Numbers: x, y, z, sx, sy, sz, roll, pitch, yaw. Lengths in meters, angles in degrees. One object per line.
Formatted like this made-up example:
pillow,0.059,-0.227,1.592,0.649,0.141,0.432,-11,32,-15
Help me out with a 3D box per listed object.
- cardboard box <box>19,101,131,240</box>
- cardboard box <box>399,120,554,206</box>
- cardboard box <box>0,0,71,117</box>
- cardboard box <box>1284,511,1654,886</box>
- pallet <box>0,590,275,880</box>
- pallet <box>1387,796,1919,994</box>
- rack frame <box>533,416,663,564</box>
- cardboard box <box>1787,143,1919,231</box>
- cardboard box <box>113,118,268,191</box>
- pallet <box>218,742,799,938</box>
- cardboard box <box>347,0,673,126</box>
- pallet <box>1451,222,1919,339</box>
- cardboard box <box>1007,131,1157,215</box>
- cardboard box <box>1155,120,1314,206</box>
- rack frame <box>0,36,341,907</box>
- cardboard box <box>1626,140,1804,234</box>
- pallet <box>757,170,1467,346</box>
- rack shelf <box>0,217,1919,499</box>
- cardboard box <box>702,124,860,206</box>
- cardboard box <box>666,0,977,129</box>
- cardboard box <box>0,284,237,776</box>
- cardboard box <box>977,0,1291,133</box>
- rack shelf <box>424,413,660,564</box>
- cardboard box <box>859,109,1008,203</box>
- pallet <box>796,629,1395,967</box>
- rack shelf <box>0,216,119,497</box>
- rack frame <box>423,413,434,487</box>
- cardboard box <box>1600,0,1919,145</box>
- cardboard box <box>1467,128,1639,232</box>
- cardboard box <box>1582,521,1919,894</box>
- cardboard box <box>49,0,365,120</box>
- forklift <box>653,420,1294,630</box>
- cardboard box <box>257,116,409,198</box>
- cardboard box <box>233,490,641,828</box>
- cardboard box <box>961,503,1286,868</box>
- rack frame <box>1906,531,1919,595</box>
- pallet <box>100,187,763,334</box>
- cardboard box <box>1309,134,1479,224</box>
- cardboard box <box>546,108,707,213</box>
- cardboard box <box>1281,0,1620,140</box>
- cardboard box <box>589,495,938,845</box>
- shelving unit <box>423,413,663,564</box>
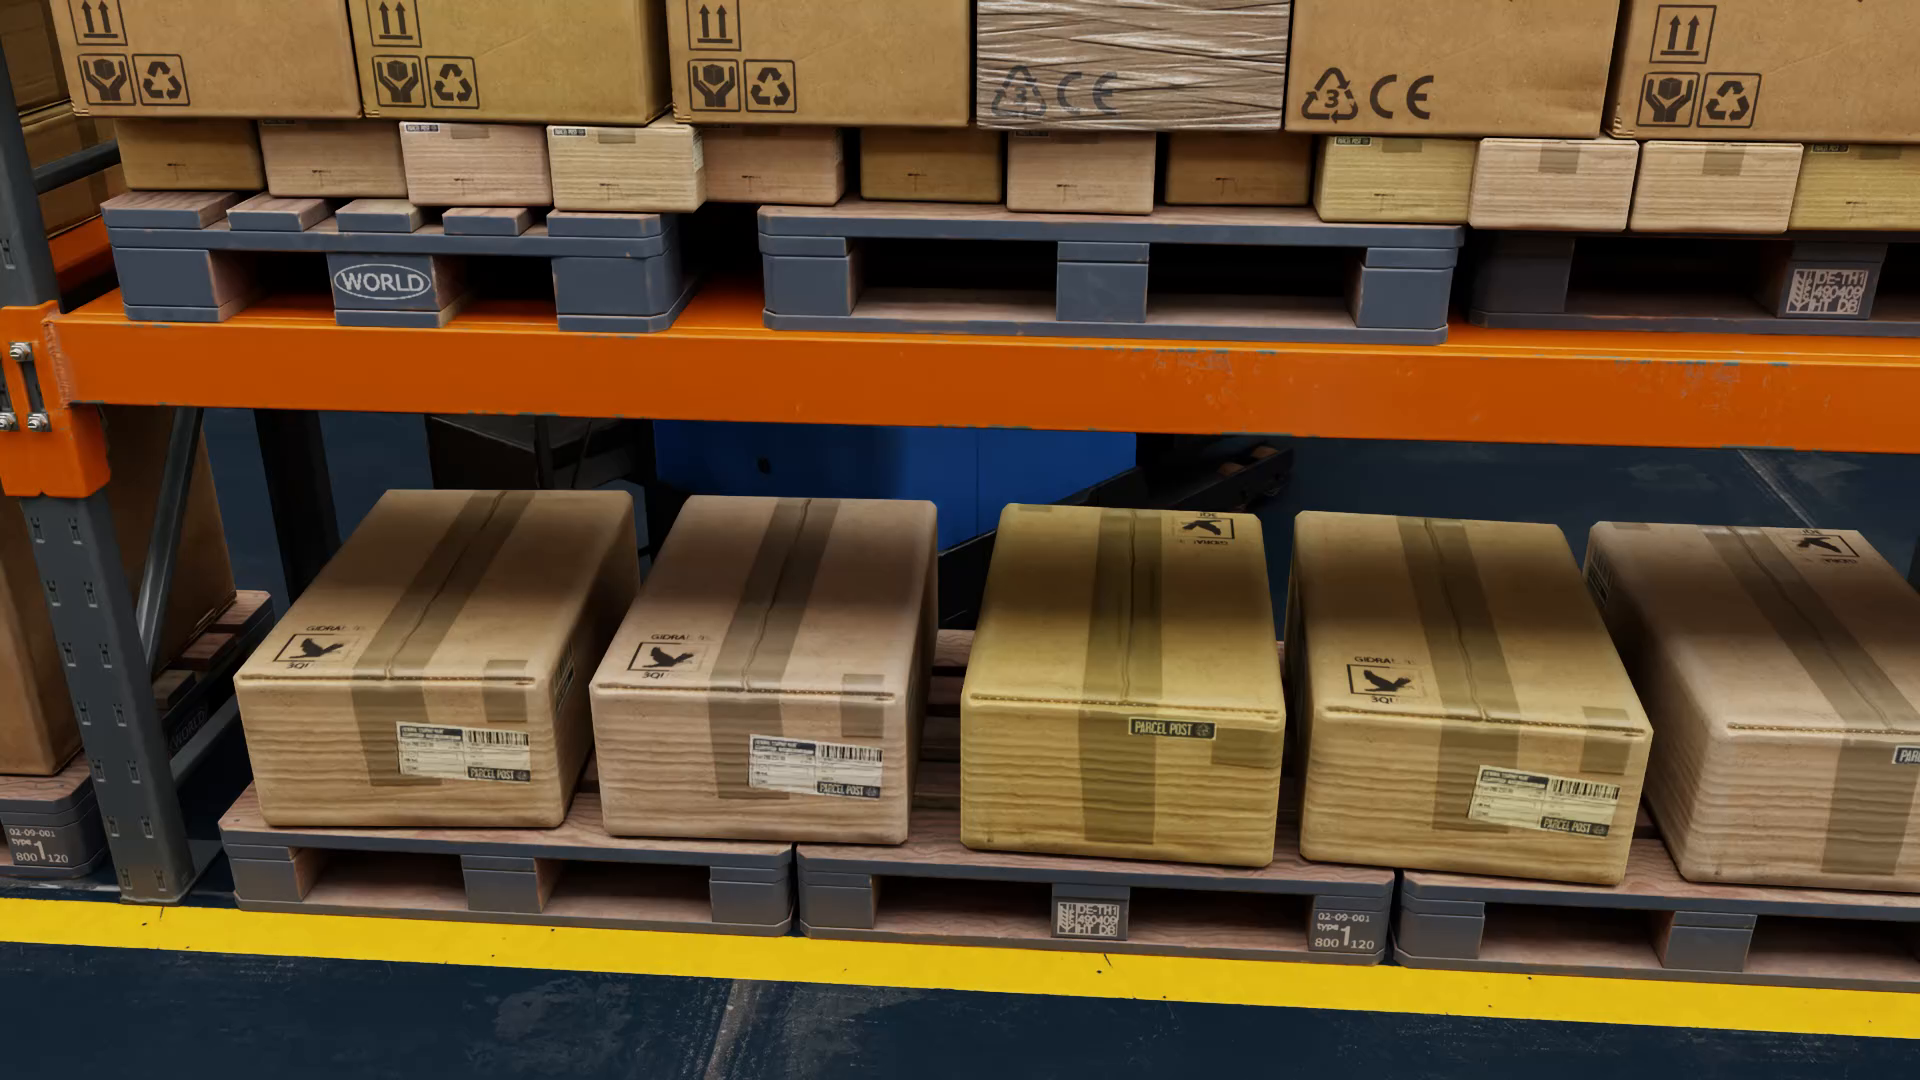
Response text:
cardboard box,-2.161,-0.842,3.670,0.500,0.250,0.500,1,25,3
cardboard box,-0.834,-0.727,3.040,0.250,0.149,0.380,0,25,1
cardboard box,-2.179,-1.067,3.563,0.500,0.250,0.500,2,25,4
cardboard box,1.056,0.304,3.641,0.625,0.372,0.950,3,25,7
pallet,-2.473,0.421,4.083,1.213,0.211,1.003,2,25,4
pallet,1.520,0.581,3.735,1.213,0.211,1.003,2,25,4
rack frame,-0.997,-0.743,4.353,0.015,2.100,0.400,17,30,33
cardboard box,1.500,-0.655,2.884,0.250,0.149,0.380,1,25,2
cardboard box,-1.382,-0.778,3.151,0.250,0.149,0.380,0,25,1
pallet,-0.913,0.503,3.904,1.213,0.211,1.003,2,25,4
cardboard box,-0.741,-1.036,2.935,0.500,0.500,0.500,3,25,7
pallet,1.545,-0.659,3.324,1.213,0.211,1.003,2,25,4
cardboard box,0.225,-0.706,2.994,0.250,0.149,0.380,3,25,6
cardboard box,0.491,-0.729,3.045,0.250,0.149,0.380,1,25,2
rack frame,-1.692,-0.789,3.377,0.127,3.000,1.000,2,25,4
cardboard box,1.240,-0.648,2.869,0.250,0.149,0.380,1,25,3
pallet,0.285,-0.656,3.317,1.213,0.211,1.003,2,25,4
rack shelf,0.302,-0.399,3.388,4.000,0.370,1.077,2,25,4
cardboard box,-0.315,-0.734,3.056,0.250,0.149,0.380,3,25,7
cardboard box,-0.211,-1.022,2.904,0.500,0.500,0.500,2,25,5
cardboard box,-2.375,-0.072,3.857,0.875,0.875,0.875,2,25,4
cardboard box,0.287,-1.003,2.863,0.500,0.500,0.500,1,25,2
rack shelf,-1.192,-0.156,4.785,0.480,0.518,0.431,17,30,33
cardboard box,-0.030,-0.742,3.072,0.250,0.149,0.380,3,25,6
pallet,0.300,0.543,3.817,1.213,0.211,1.003,2,25,4
rack shelf,-3.686,-0.527,3.666,4.000,0.370,1.077,2,25,4
rack frame,-1.387,-0.866,4.620,0.015,2.100,0.400,17,30,33
cardboard box,1.323,-0.967,2.786,0.500,0.500,0.500,2,25,4
cardboard box,0.986,-0.655,2.884,0.250,0.149,0.380,2,25,4
cardboard box,1.773,0.326,3.595,0.625,0.372,0.950,2,25,5
cardboard box,-1.261,-1.050,2.965,0.500,0.500,0.500,1,25,3
forklift,0.470,-1.552,5.116,1.130,2.935,3.031,22,33,39
cardboard box,-1.103,-0.755,3.101,0.250,0.149,0.380,0,25,1
cardboard box,-1.130,0.236,3.790,0.625,0.372,0.950,0,25,0
cardboard box,0.362,0.283,3.688,0.625,0.372,0.950,3,25,6
rack frame,2.296,-0.661,3.099,0.127,3.000,1.000,2,25,4
pallet,-0.974,-0.724,3.464,1.003,0.211,1.213,2,25,4
cardboard box,0.746,-0.678,2.933,0.250,0.149,0.380,2,25,4
cardboard box,-0.561,-0.710,3.002,0.250,0.149,0.380,2,25,4
cardboard box,0.809,-0.986,2.827,0.500,0.500,0.500,3,25,6
cardboard box,-0.393,0.256,3.746,0.625,0.372,0.950,1,25,3
shelving unit,-1.192,-0.805,4.487,0.503,2.100,0.431,17,30,33
